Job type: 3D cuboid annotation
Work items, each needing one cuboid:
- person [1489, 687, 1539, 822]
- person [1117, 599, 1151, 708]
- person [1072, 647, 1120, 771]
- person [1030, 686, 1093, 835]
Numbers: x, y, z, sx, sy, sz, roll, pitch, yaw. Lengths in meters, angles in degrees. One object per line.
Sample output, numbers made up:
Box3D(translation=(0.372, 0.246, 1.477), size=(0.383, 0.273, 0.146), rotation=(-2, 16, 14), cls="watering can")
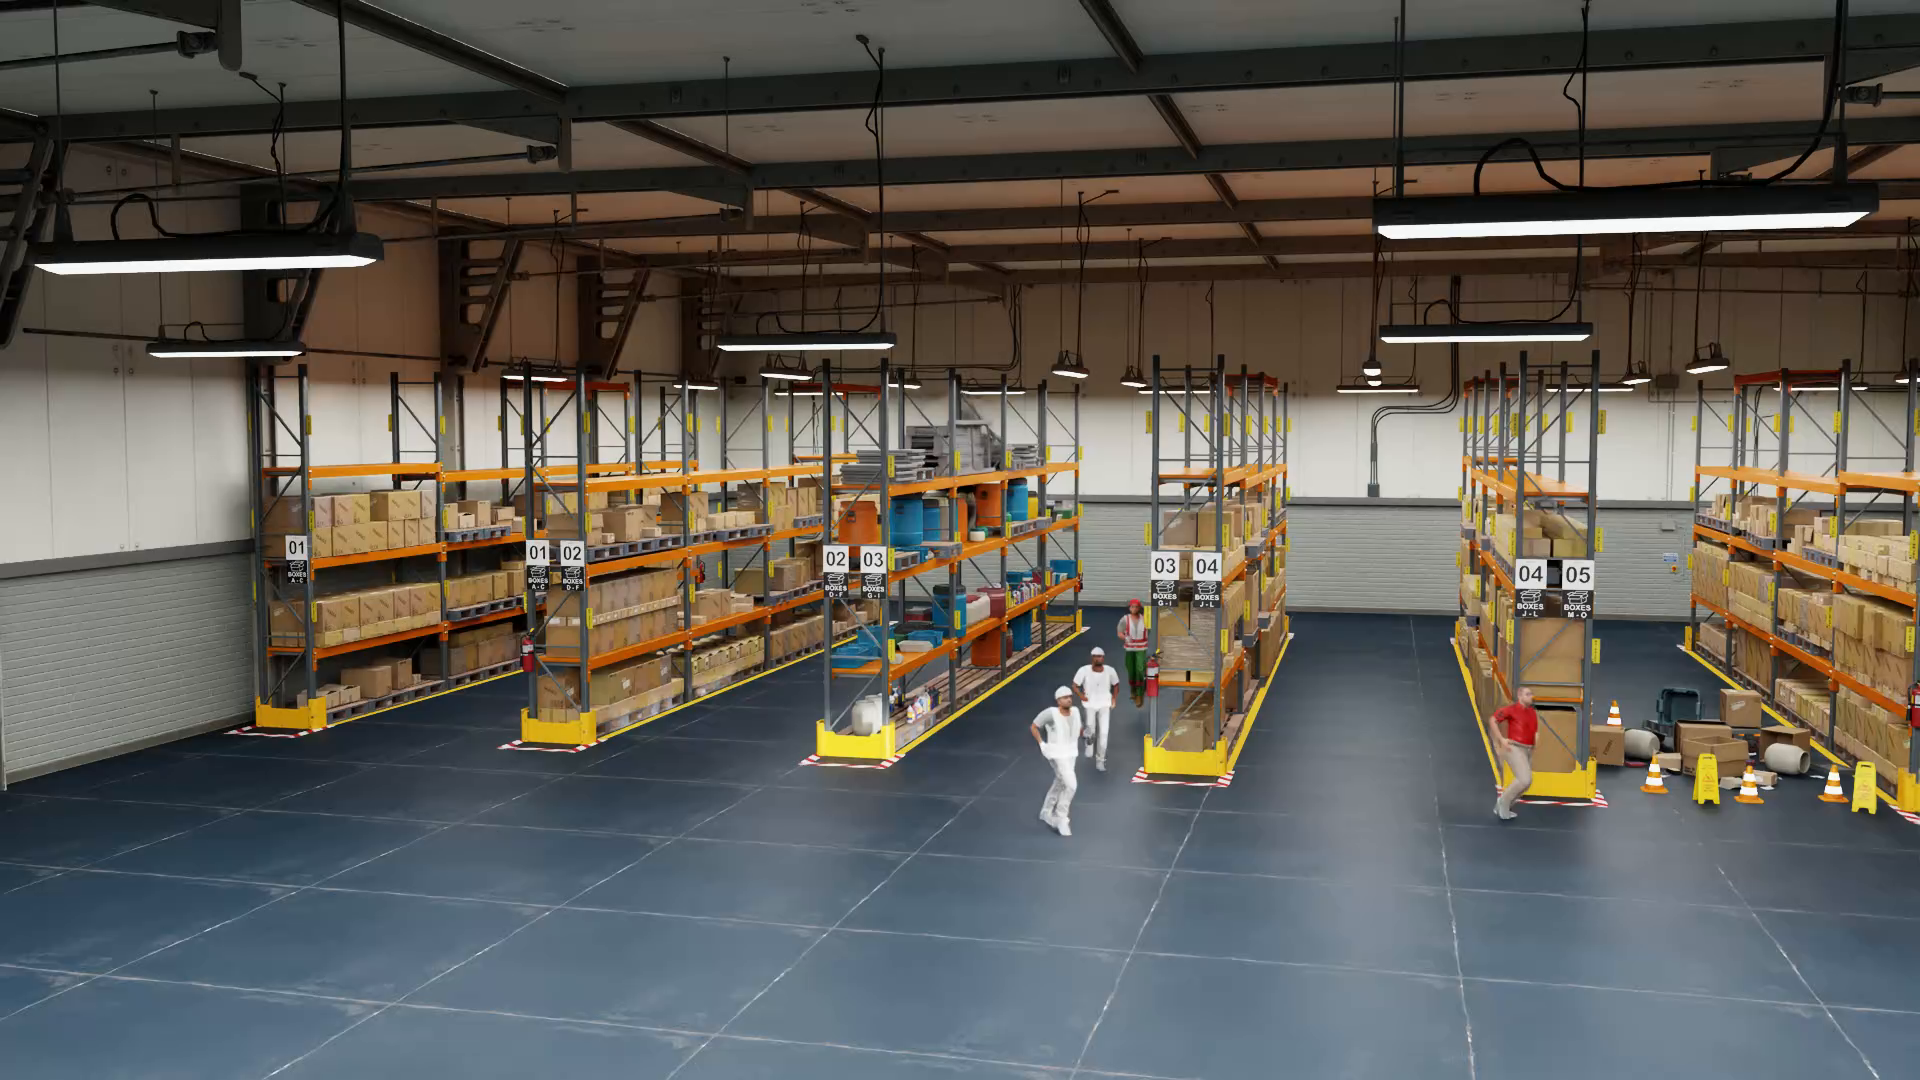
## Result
Box3D(translation=(7.133, 2.714, 21.141), size=(0.665, 1.694, 0.575), rotation=(-3, 5, -38), cls="person")
Box3D(translation=(2.990, 1.914, 28.207), size=(0.643, 1.852, 0.792), rotation=(1, 4, 10), cls="person")
Box3D(translation=(1.997, 2.451, 24.406), size=(0.705, 1.768, 0.780), rotation=(0, 4, 2), cls="person")
Box3D(translation=(1.285, 2.715, 20.529), size=(0.644, 1.844, 0.762), rotation=(-4, 5, -44), cls="person")
